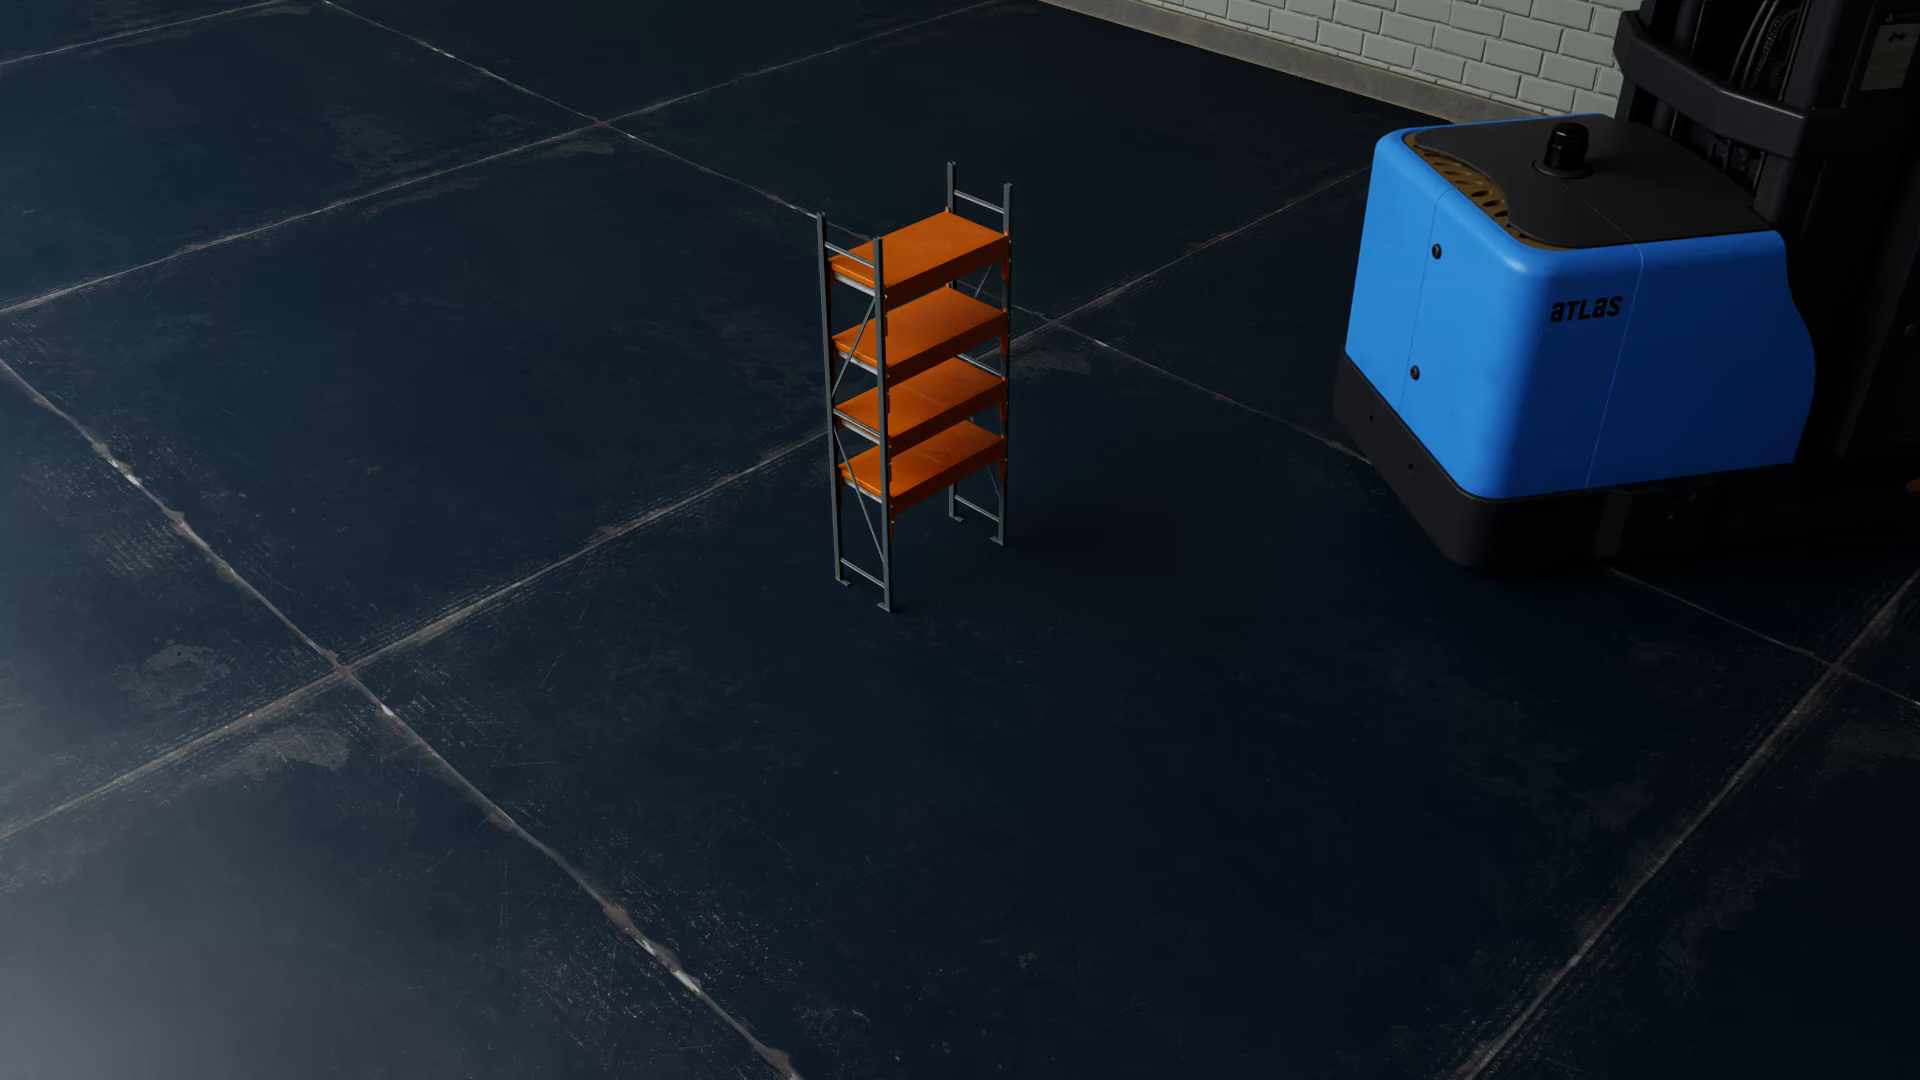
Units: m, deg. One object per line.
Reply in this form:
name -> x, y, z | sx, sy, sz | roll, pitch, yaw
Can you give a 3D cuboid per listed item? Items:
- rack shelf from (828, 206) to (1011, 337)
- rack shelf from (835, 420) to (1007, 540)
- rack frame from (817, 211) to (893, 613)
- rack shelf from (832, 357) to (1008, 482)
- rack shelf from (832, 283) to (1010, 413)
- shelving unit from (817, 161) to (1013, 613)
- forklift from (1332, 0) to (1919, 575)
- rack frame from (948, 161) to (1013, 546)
rack shelf -> -0.117, -0.747, 4.586 | 0.258, 0.148, 0.480 | 30, 45, 35
rack shelf -> -0.117, -0.207, 4.962 | 0.258, 0.148, 0.480 | 30, 45, 35
rack frame -> -0.289, -0.326, 4.668 | 0.240, 1.200, 0.015 | 30, 45, 35
rack shelf -> -0.117, -0.370, 4.849 | 0.258, 0.148, 0.480 | 30, 45, 35
rack shelf -> -0.117, -0.553, 4.721 | 0.258, 0.148, 0.480 | 30, 45, 35
shelving unit -> -0.117, -0.425, 4.810 | 0.258, 1.200, 0.503 | 30, 45, 35
forklift -> 2.860, -1.522, 4.871 | 3.031, 2.935, 1.130 | -7, 36, -10
rack frame -> 0.055, -0.524, 4.952 | 0.240, 1.200, 0.015 | 30, 45, 35
